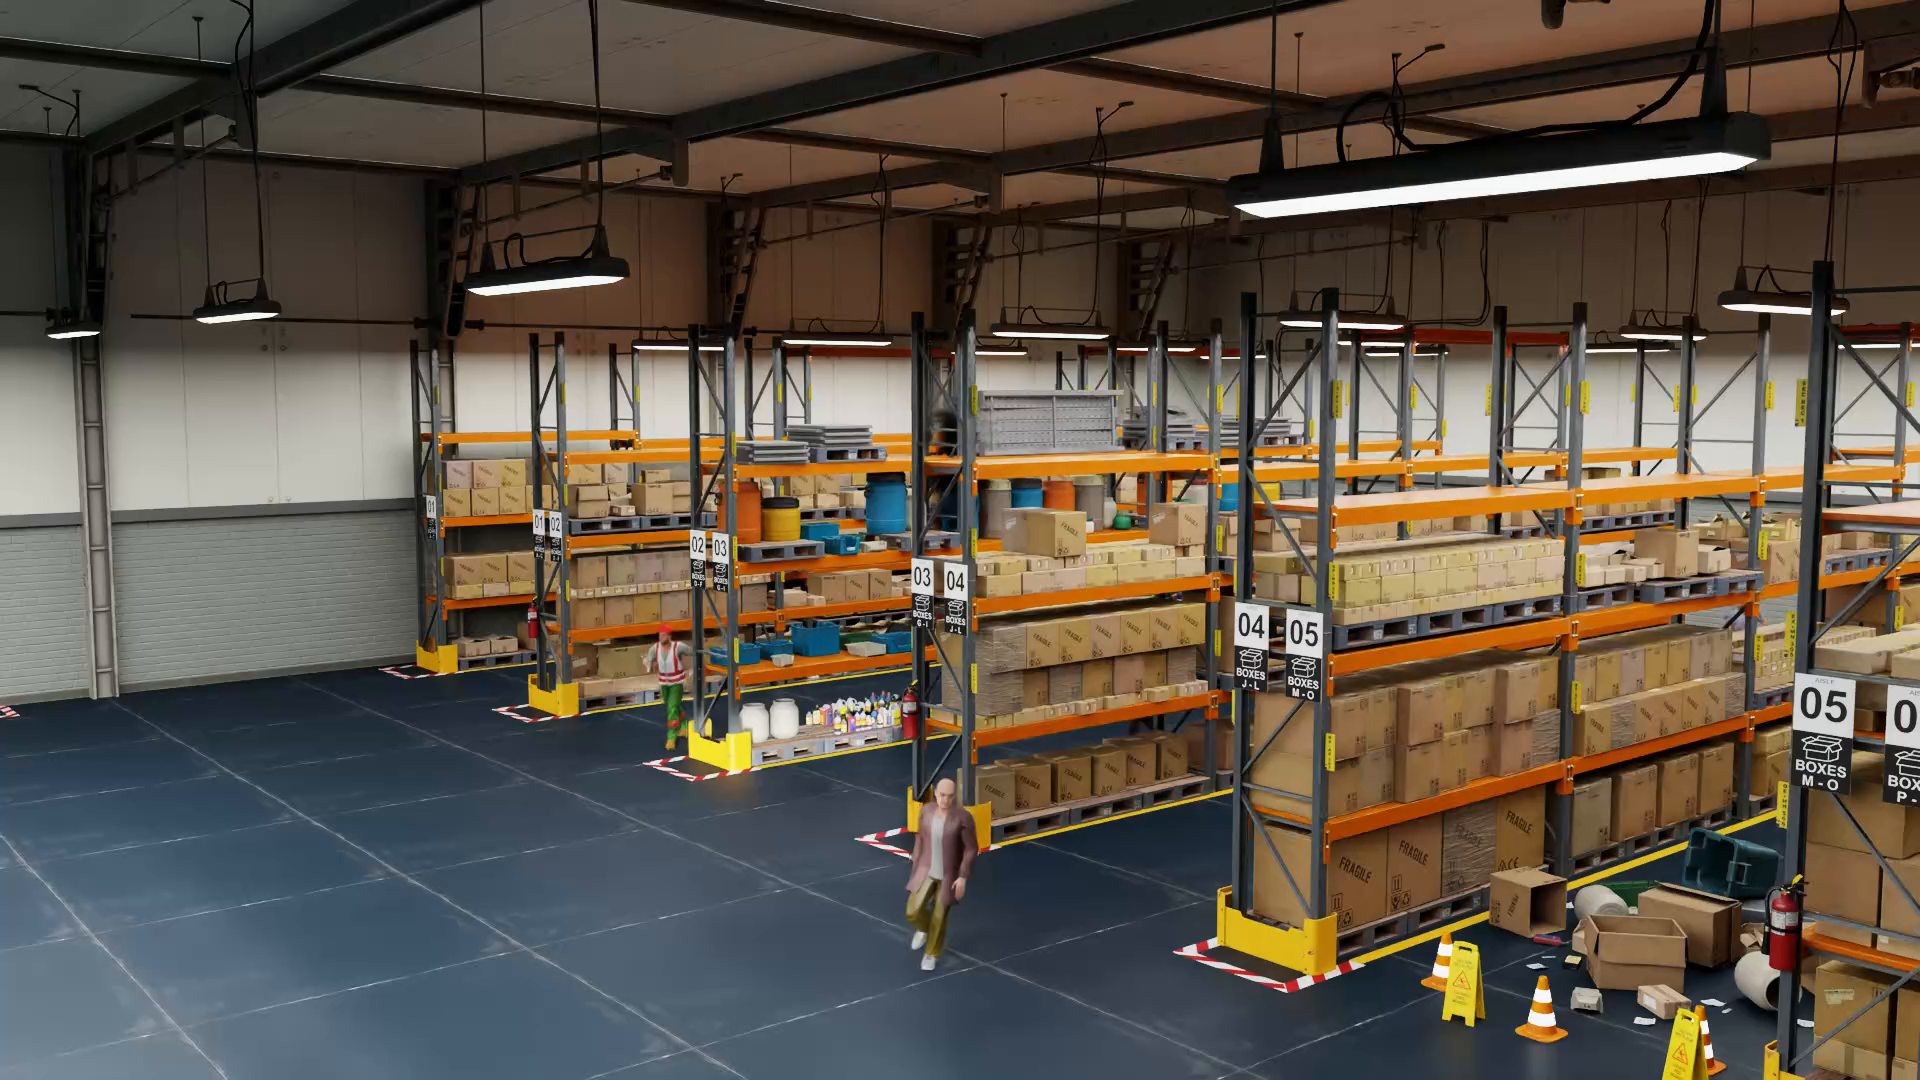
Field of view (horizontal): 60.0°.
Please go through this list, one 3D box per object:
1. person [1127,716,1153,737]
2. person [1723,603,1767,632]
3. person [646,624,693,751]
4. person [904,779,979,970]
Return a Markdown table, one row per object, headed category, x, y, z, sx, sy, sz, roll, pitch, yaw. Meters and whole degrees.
| category | x | y | z | sx | sy | sz | roll | pitch | yaw |
| --- | --- | --- | --- | --- | --- | --- | --- | --- | --- |
| person | 2.587 | 2.195 | 23.503 | 0.704 | 1.686 | 0.980 | 4 | 7 | 40 |
| person | 13.127 | 1.758 | 27.878 | 0.853 | 1.695 | 0.588 | -5 | 7 | -41 |
| person | -4.138 | 2.074 | 23.932 | 0.693 | 1.773 | 0.977 | 2 | 6 | 19 |
| person | -0.151 | 2.940 | 14.682 | 0.686 | 1.728 | 0.635 | 1 | 5 | 15 |
